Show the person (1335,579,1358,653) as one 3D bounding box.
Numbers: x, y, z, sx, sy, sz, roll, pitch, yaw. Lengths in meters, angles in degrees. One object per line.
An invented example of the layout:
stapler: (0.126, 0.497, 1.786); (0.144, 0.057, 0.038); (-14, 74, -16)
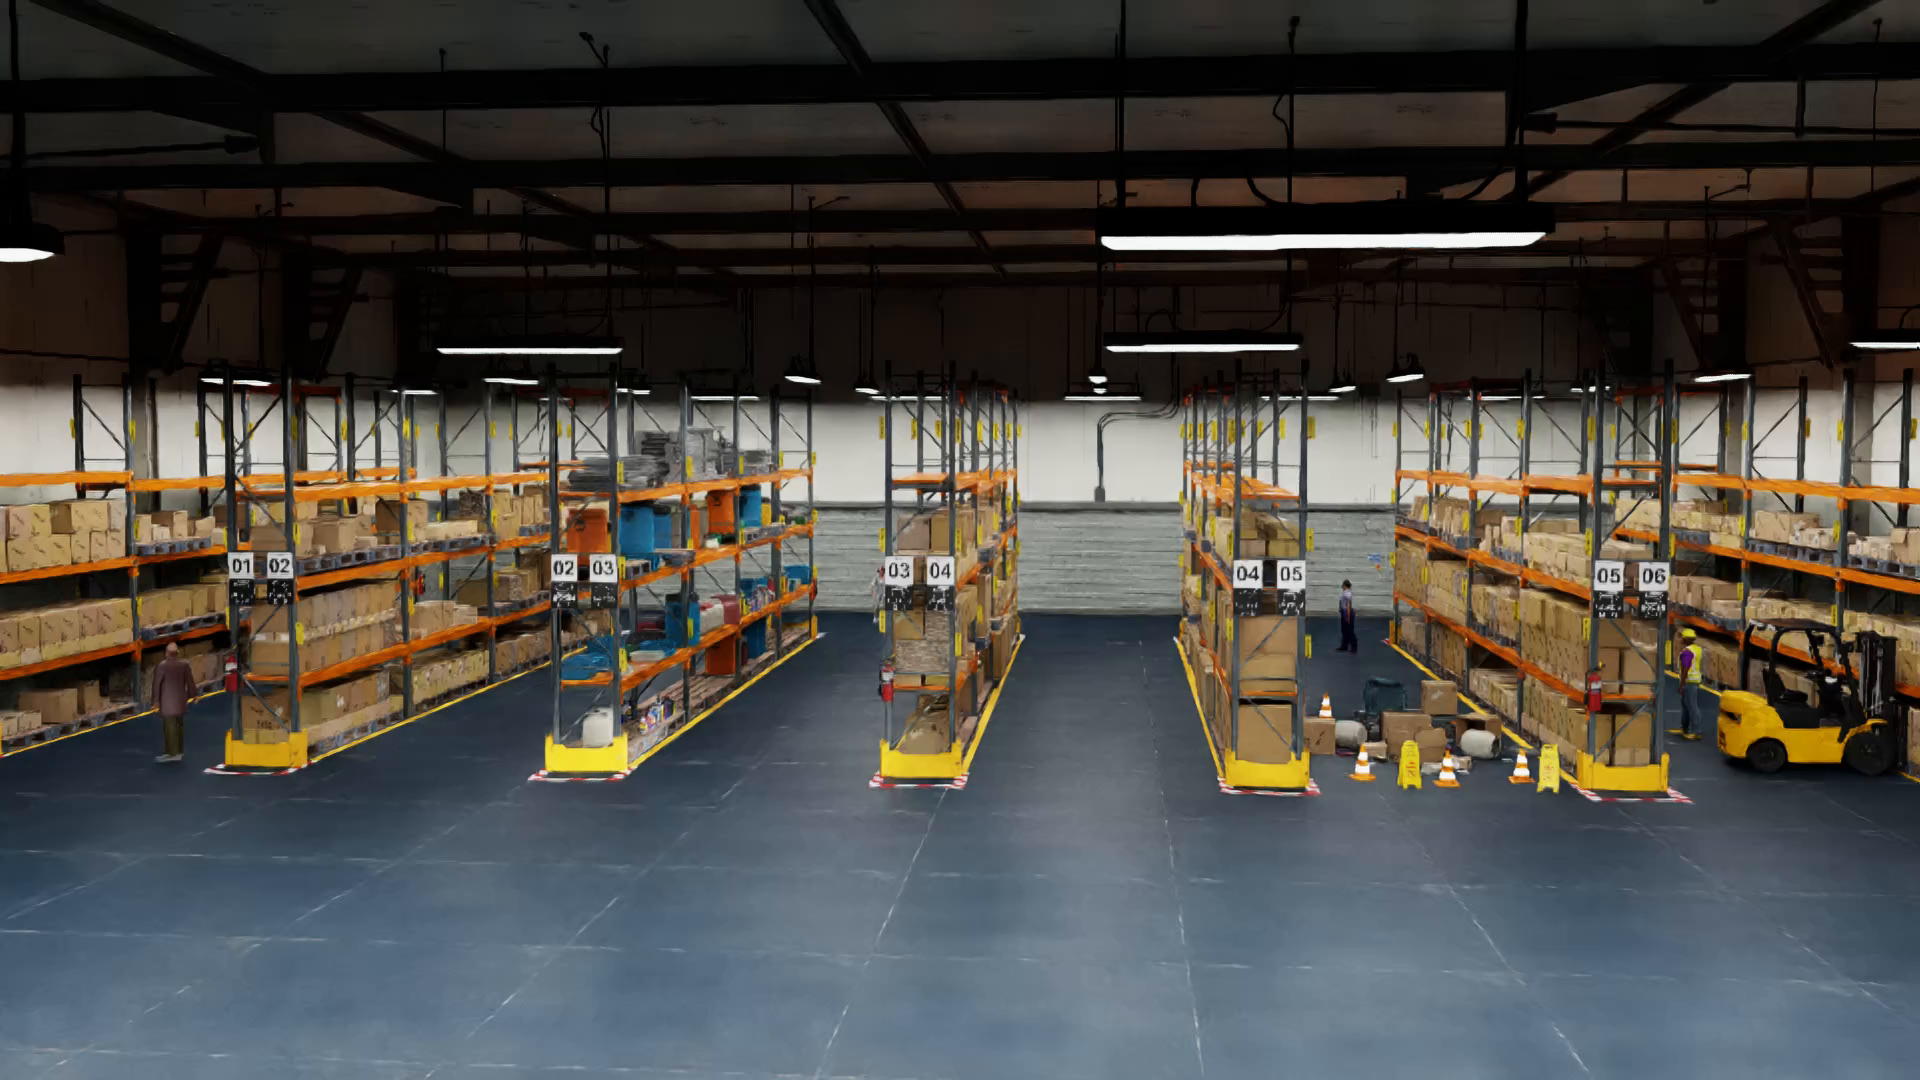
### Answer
person: (8.747, 1.711, 37.582); (0.489, 1.630, 0.675); (1, 4, 13)

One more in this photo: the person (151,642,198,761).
person: (-12.013, 2.434, 25.333); (0.672, 1.771, 0.775); (2, 4, 29)

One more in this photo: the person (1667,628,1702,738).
person: (11.866, 2.319, 27.164); (0.580, 1.763, 0.673); (3, 5, 35)

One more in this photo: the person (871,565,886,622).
person: (-2.031, 1.410, 43.036); (0.566, 1.541, 0.519); (0, 4, 2)
